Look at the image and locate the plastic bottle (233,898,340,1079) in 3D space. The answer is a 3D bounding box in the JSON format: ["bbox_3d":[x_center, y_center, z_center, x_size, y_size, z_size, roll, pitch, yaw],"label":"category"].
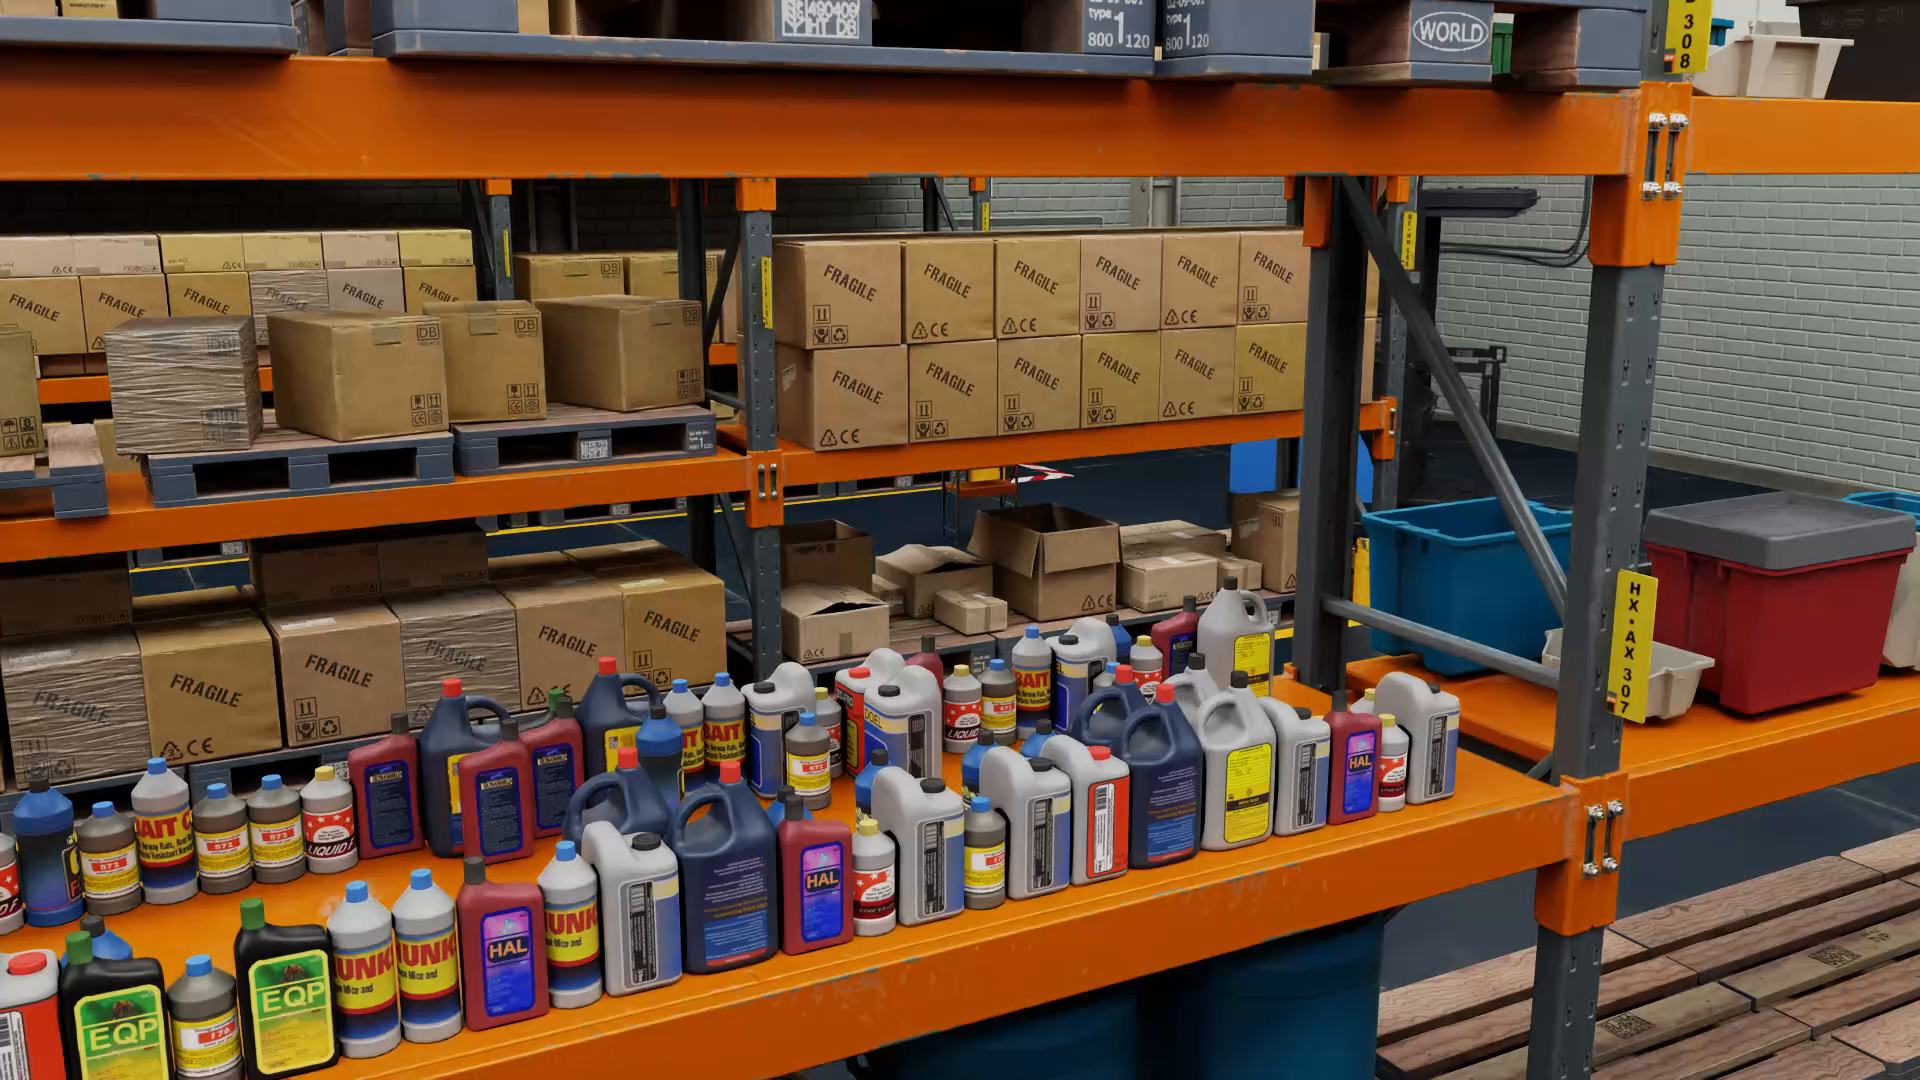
[{"bbox_3d":[-1.029,0.677,2.537,0.133,0.283,0.061,-7,14,-28],"label":"plastic bottle"}]

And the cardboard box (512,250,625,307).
[{"bbox_3d":[-3.064,-1.849,12.811,0.700,0.700,0.980,-7,14,-27],"label":"cardboard box"}]

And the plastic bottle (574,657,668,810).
[{"bbox_3d":[-0.719,0.418,3.532,0.185,0.351,0.144,-7,14,-28],"label":"plastic bottle"}]

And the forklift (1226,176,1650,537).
[{"bbox_3d":[3.549,-1.459,11.917,3.031,2.935,1.130,5,14,21],"label":"forklift"}]

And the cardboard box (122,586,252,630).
[{"bbox_3d":[-3.519,0.533,7.600,0.500,0.500,0.500,-7,15,-30],"label":"cardboard box"}]

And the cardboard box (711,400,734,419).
[{"bbox_3d":[-1.996,-1.065,13.271,0.250,0.149,0.380,-7,15,-29],"label":"cardboard box"}]

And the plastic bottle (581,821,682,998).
[{"bbox_3d":[-0.560,0.612,2.838,0.135,0.276,0.152,-7,14,-28],"label":"plastic bottle"}]

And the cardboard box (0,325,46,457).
[{"bbox_3d":[-4.183,-0.616,6.828,0.700,0.500,0.500,11,17,41],"label":"cardboard box"}]

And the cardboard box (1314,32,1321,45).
[{"bbox_3d":[1.897,-3.058,9.530,0.500,0.500,0.700,-7,14,-28],"label":"cardboard box"}]

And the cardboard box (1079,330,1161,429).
[{"bbox_3d":[0.741,-0.905,9.071,0.500,0.500,0.500,-7,14,-29],"label":"cardboard box"}]

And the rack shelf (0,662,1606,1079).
[{"bbox_3d":[-0.556,0.822,3.265,4.000,0.370,1.077,-7,14,-28],"label":"rack shelf"}]

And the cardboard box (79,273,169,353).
[{"bbox_3d":[-5.609,-1.539,11.164,0.500,0.500,0.500,-7,14,-28],"label":"cardboard box"}]

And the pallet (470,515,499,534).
[{"bbox_3d":[-4.189,-0.193,12.485,1.213,0.211,1.003,-7,14,-28],"label":"pallet"}]

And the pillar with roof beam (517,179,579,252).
[{"bbox_3d":[-1.285,-3.986,9.327,0.400,9.000,9.100,-7,14,-28],"label":"pillar with roof beam"}]

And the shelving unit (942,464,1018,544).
[{"bbox_3d":[0.145,-0.603,12.055,0.503,1.200,0.258,-7,14,-28],"label":"shelving unit"}]

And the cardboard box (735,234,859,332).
[{"bbox_3d":[-0.851,-1.334,8.701,0.500,0.500,0.500,-7,14,-28],"label":"cardboard box"}]

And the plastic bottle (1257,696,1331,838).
[{"bbox_3d":[0.688,0.463,3.502,0.135,0.276,0.152,-7,14,-28],"label":"plastic bottle"}]

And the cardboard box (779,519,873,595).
[{"bbox_3d":[-0.807,0.196,9.099,0.500,0.500,0.500,-7,14,-28],"label":"cardboard box"}]

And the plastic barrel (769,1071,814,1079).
[{"bbox_3d":[-0.446,1.440,3.590,0.421,0.512,0.421,0,13,0],"label":"plastic barrel"}]

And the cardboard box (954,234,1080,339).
[{"bbox_3d":[0.282,-1.335,8.704,0.500,0.500,0.500,-7,15,-30],"label":"cardboard box"}]

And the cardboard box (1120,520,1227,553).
[{"bbox_3d":[1.288,0.066,10.243,0.500,0.250,0.500,-7,14,-28],"label":"cardboard box"}]

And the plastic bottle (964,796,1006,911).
[{"bbox_3d":[0.038,0.584,3.134,0.097,0.201,0.097,0,13,0],"label":"plastic bottle"}]

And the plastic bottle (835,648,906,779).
[{"bbox_3d":[-0.202,0.393,3.811,0.135,0.276,0.152,-7,14,-28],"label":"plastic bottle"}]

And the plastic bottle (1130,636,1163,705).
[{"bbox_3d":[0.463,0.343,4.204,0.097,0.201,0.097,0,13,0],"label":"plastic bottle"}]

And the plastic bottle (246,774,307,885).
[{"bbox_3d":[-1.336,0.559,3.246,0.097,0.201,0.097,0,13,0],"label":"plastic bottle"}]

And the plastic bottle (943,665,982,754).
[{"bbox_3d":[0.004,0.398,3.960,0.097,0.201,0.097,0,13,0],"label":"plastic bottle"}]

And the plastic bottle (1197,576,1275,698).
[{"bbox_3d":[0.700,0.263,4.220,0.185,0.351,0.144,-7,14,-28],"label":"plastic bottle"}]

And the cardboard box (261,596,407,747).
[{"bbox_3d":[-2.790,0.574,7.417,0.500,0.500,0.500,-7,15,-30],"label":"cardboard box"}]

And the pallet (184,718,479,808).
[{"bbox_3d":[-2.939,0.888,7.683,1.213,0.211,1.003,-7,14,-28],"label":"pallet"}]

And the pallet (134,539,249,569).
[{"bbox_3d":[-5.261,-0.064,11.911,1.213,0.211,1.003,-7,14,-28],"label":"pallet"}]

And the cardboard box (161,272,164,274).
[{"bbox_3d":[-5.427,-1.692,11.844,0.500,0.500,0.500,-6,14,-26],"label":"cardboard box"}]

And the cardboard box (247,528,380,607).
[{"bbox_3d":[-3.030,0.106,7.788,0.500,0.250,0.500,-7,15,-29],"label":"cardboard box"}]

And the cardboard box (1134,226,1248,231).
[{"bbox_3d":[1.369,-1.600,9.881,0.500,0.500,0.500,-7,14,-27],"label":"cardboard box"}]

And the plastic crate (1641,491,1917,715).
[{"bbox_3d":[2.103,0.154,4.310,0.583,0.464,0.402,-7,14,-28],"label":"plastic crate"}]

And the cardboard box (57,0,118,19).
[{"bbox_3d":[-3.411,-1.947,6.868,0.500,0.500,0.910,-7,14,-28],"label":"cardboard box"}]

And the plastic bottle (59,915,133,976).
[{"bbox_3d":[-1.285,0.693,2.490,0.097,0.271,0.097,0,13,0],"label":"plastic bottle"}]

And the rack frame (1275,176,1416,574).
[{"bbox_3d":[2.340,-1.115,10.234,0.127,3.000,1.000,-7,14,-28],"label":"rack frame"}]

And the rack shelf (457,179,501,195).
[{"bbox_3d":[-5.303,-2.551,11.419,4.000,0.370,1.077,-7,14,-28],"label":"rack shelf"}]

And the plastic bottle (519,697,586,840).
[{"bbox_3d":[-0.849,0.471,3.449,0.133,0.283,0.061,-7,14,-28],"label":"plastic bottle"}]

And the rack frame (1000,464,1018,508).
[{"bbox_3d":[0.359,-0.628,12.169,0.015,1.200,0.240,-7,14,-28],"label":"rack frame"}]

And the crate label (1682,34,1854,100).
[{"bbox_3d":[1.767,-1.070,3.802,0.466,0.136,0.293,-7,14,-28],"label":"crate label"}]

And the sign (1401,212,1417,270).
[{"bbox_3d":[2.588,-1.725,9.587,0.005,0.325,0.100,-7,14,-28],"label":"sign"}]

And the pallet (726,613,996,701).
[{"bbox_3d":[-0.568,0.594,8.990,1.213,0.211,1.003,-7,14,-28],"label":"pallet"}]

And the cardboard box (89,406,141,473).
[{"bbox_3d":[-5.578,-0.527,11.560,0.750,0.750,0.750,-7,14,-28],"label":"cardboard box"}]

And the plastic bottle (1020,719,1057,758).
[{"bbox_3d":[0.169,0.496,3.365,0.097,0.271,0.097,0,13,0],"label":"plastic bottle"}]

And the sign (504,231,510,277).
[{"bbox_3d":[-3.279,-2.072,12.026,0.005,0.325,0.100,-7,14,-28],"label":"sign"}]

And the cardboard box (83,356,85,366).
[{"bbox_3d":[-6.031,-1.319,11.663,0.250,0.149,0.380,-7,15,-29],"label":"cardboard box"}]

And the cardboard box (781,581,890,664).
[{"bbox_3d":[-0.699,0.400,8.622,0.500,0.311,0.500,-7,14,-28],"label":"cardboard box"}]

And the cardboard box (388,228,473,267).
[{"bbox_3d":[-3.835,-2.120,12.039,0.500,0.250,0.500,-6,14,-26],"label":"cardboard box"}]
